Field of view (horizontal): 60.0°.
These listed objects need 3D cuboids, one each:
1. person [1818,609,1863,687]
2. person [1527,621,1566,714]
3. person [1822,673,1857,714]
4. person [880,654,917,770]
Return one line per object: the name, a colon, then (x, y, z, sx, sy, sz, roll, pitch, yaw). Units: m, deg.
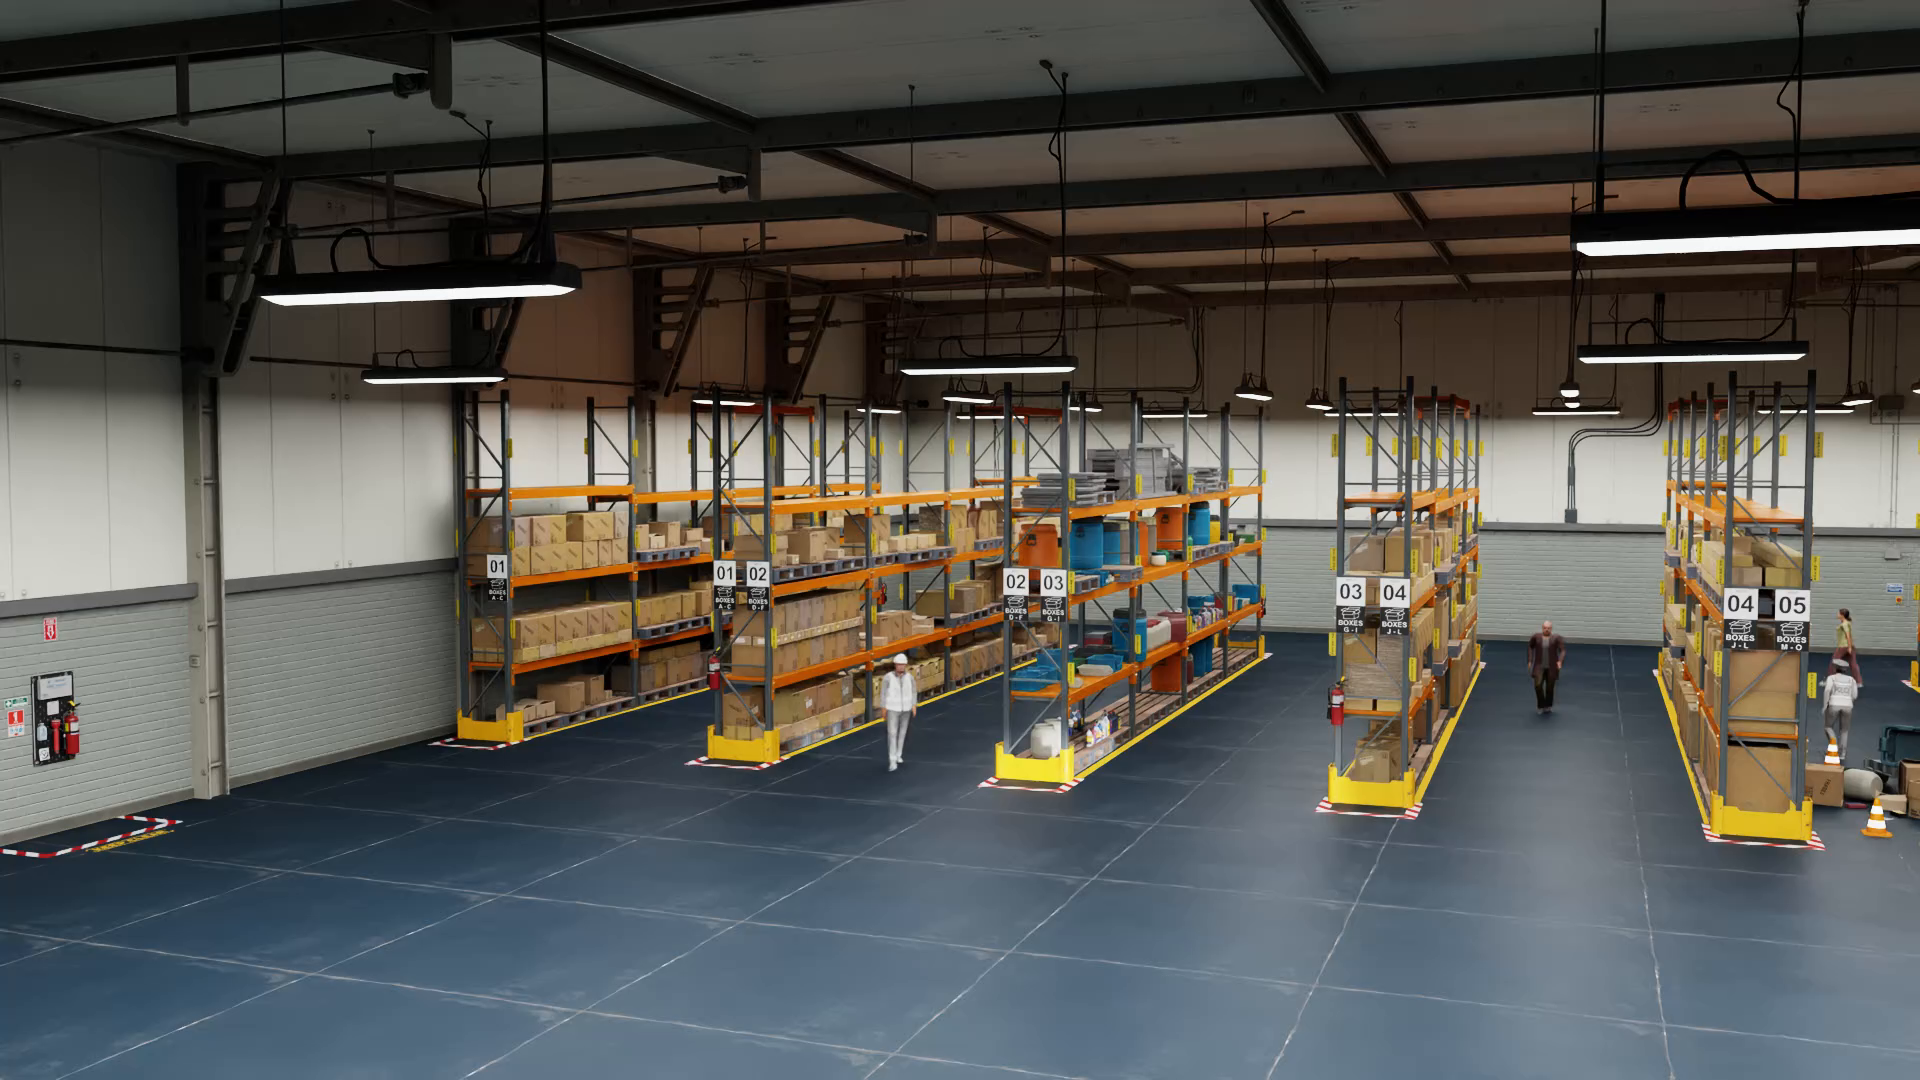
person: (18.528, 2.258, 34.858, 0.439, 1.644, 0.860, -2, 4, -33)
person: (11.096, 2.442, 31.493, 0.697, 1.838, 0.759, 1, 3, 23)
person: (14.289, 2.492, 27.021, 0.526, 0.673, 0.566, 1, 3, 23)
person: (-0.948, 2.668, 26.135, 0.590, 1.746, 0.798, -1, 3, -23)
